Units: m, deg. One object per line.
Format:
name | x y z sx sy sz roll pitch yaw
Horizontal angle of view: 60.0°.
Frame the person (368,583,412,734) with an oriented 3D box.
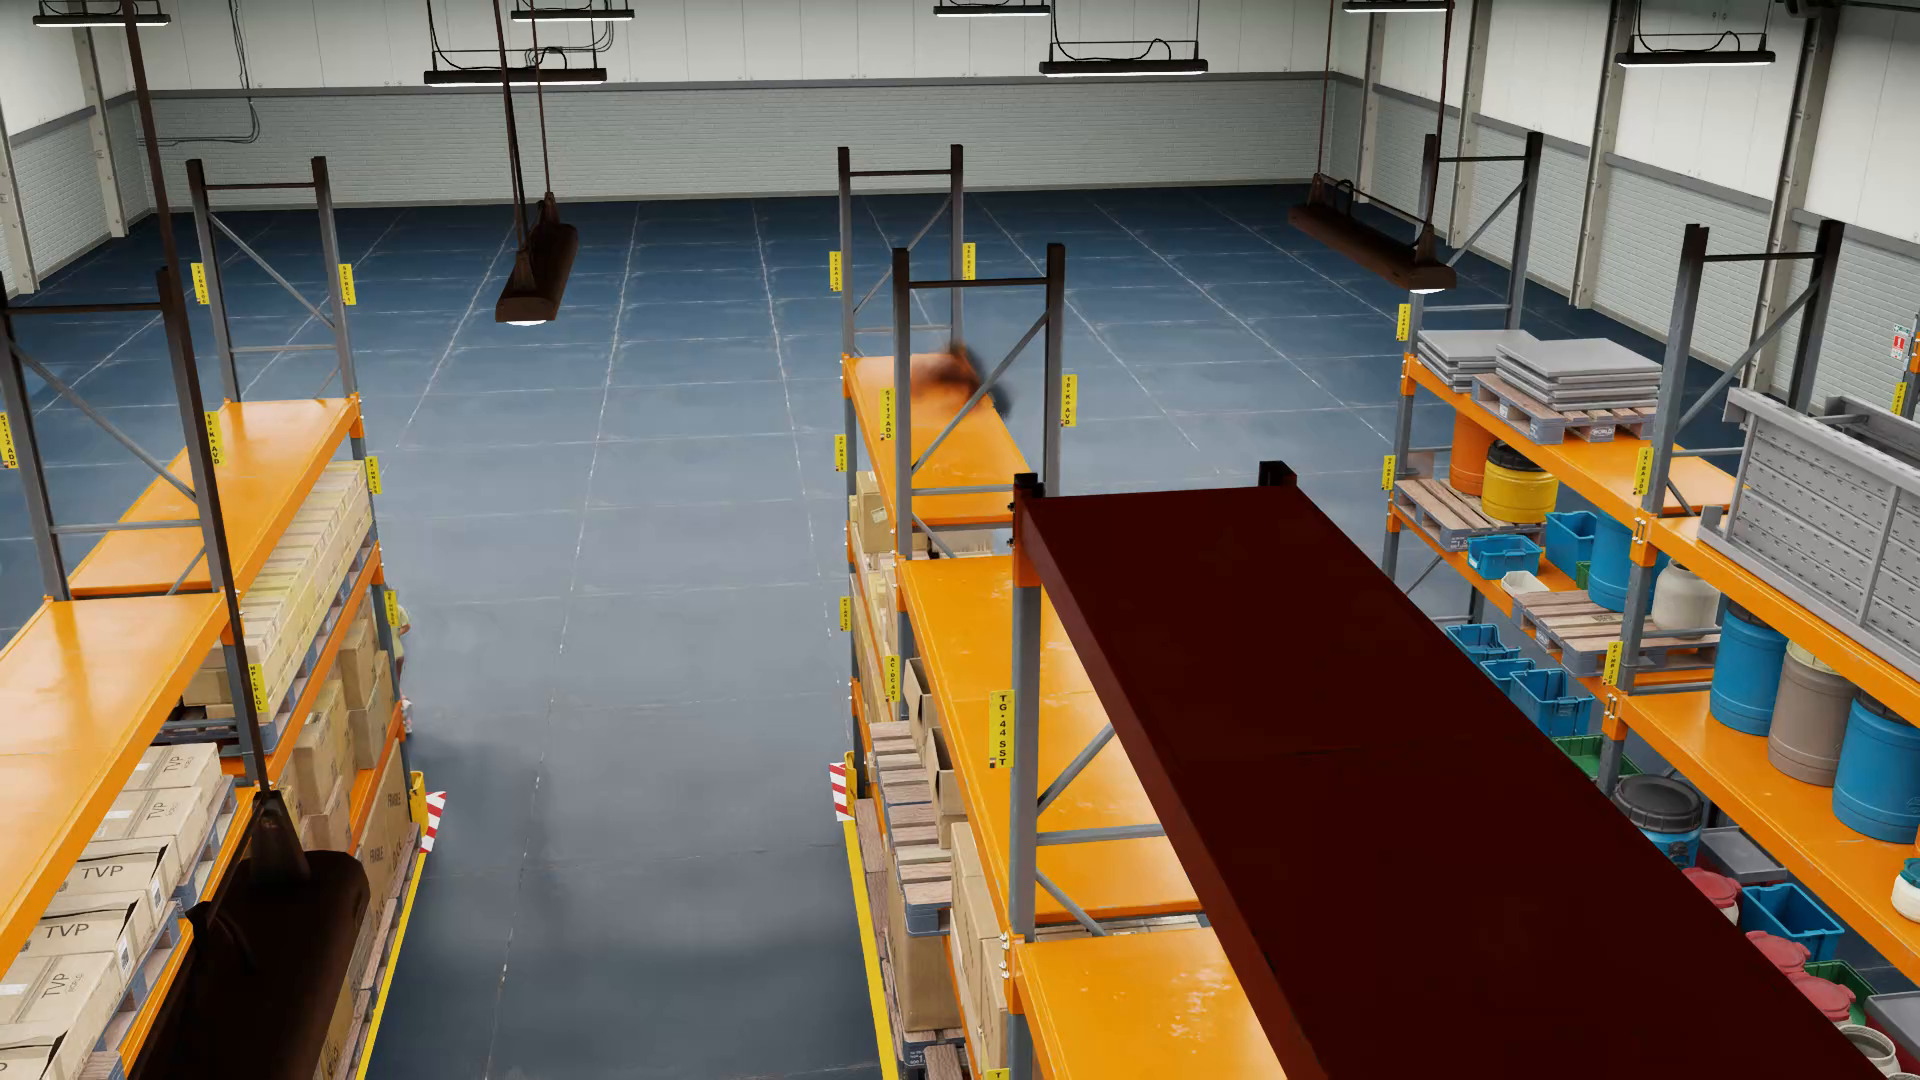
person | -5.680 1.179 16.488 0.611 1.635 0.604 16 27 35
